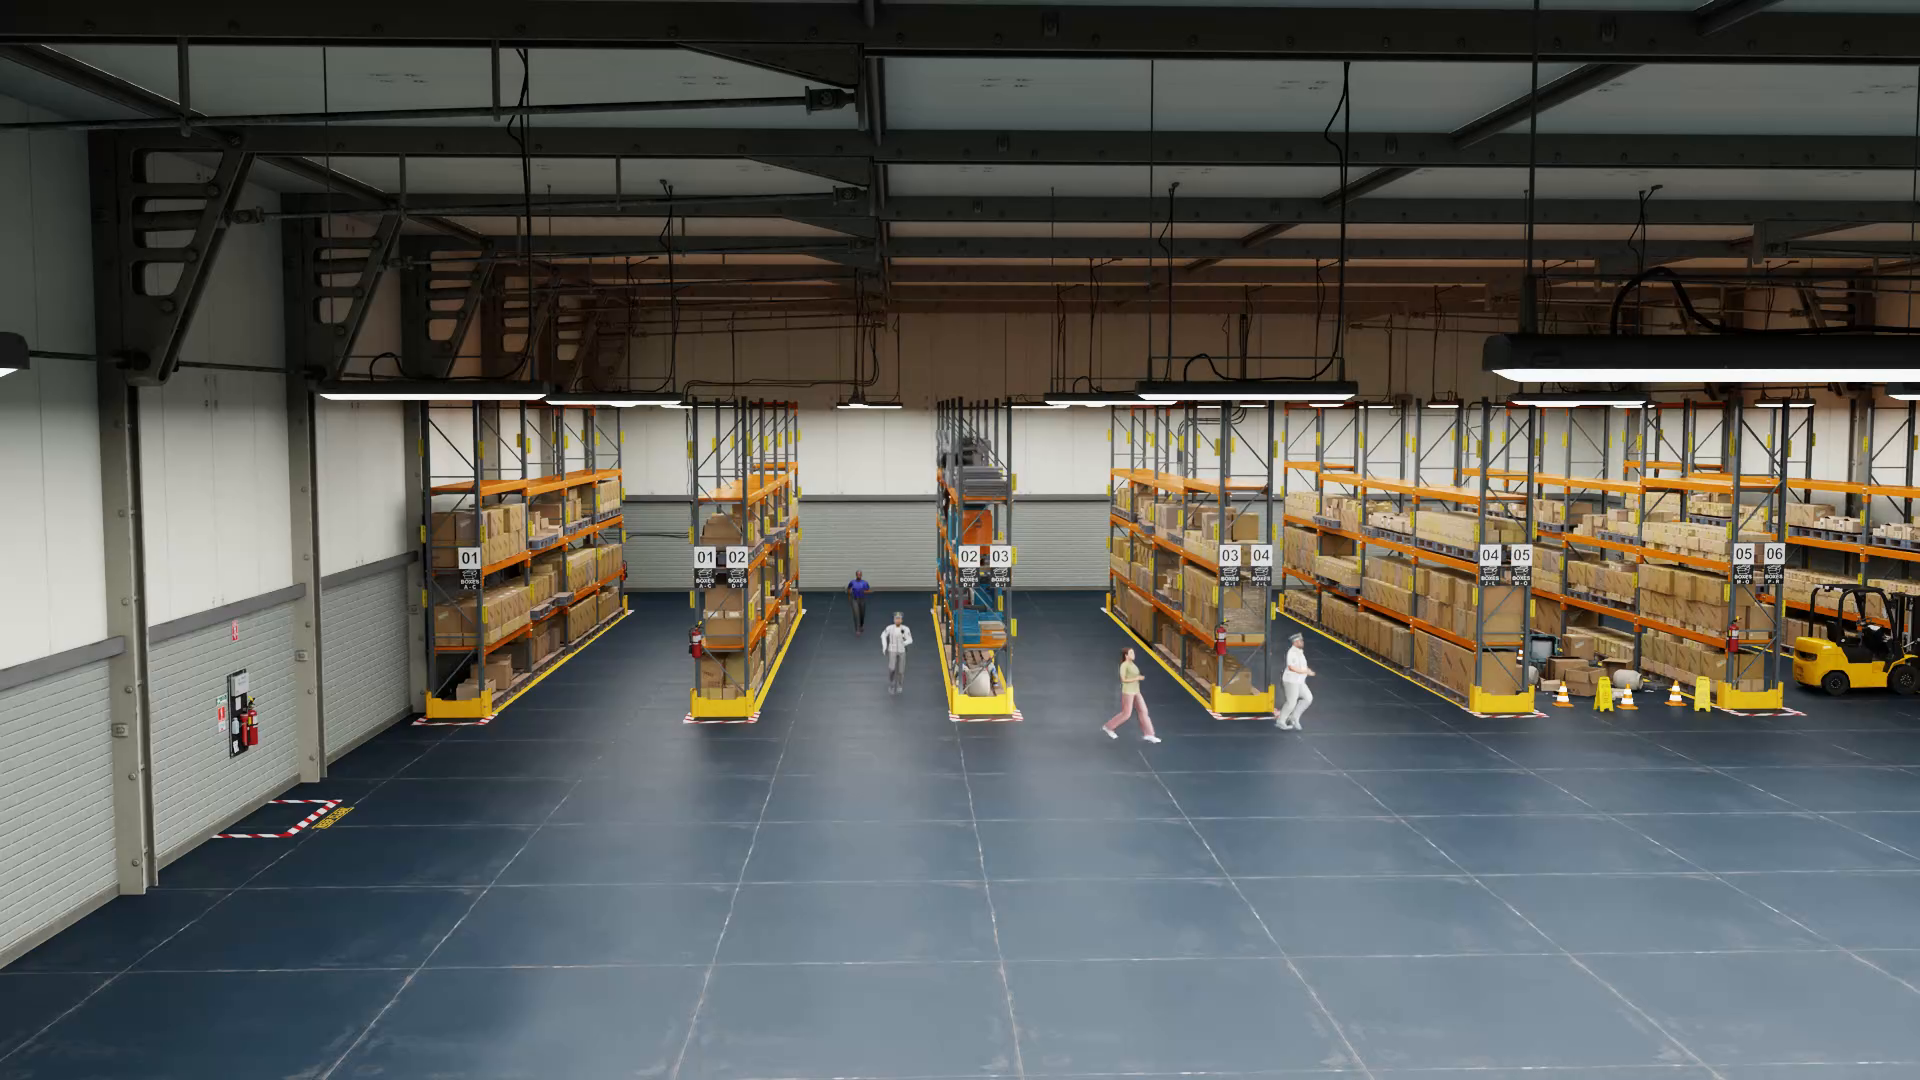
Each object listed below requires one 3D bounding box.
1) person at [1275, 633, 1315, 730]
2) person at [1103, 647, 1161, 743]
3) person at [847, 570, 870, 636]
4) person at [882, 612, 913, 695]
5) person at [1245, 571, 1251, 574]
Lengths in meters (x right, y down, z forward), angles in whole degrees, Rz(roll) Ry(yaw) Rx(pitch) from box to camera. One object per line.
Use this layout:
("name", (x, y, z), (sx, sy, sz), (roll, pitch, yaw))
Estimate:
("person", (6.040, 2.546, 29.797), (0.745, 1.799, 0.669), (2, 5, 28))
("person", (2.984, 2.660, 28.770), (1.025, 1.638, 0.581), (3, 5, 31))
("person", (-2.581, 1.587, 42.494), (0.583, 1.638, 0.944), (0, 4, -6))
("person", (-1.266, 2.288, 33.589), (0.616, 1.693, 0.730), (0, 4, -4))
("person", (7.919, 1.188, 47.680), (0.927, 1.666, 0.700), (-4, 6, -44))
